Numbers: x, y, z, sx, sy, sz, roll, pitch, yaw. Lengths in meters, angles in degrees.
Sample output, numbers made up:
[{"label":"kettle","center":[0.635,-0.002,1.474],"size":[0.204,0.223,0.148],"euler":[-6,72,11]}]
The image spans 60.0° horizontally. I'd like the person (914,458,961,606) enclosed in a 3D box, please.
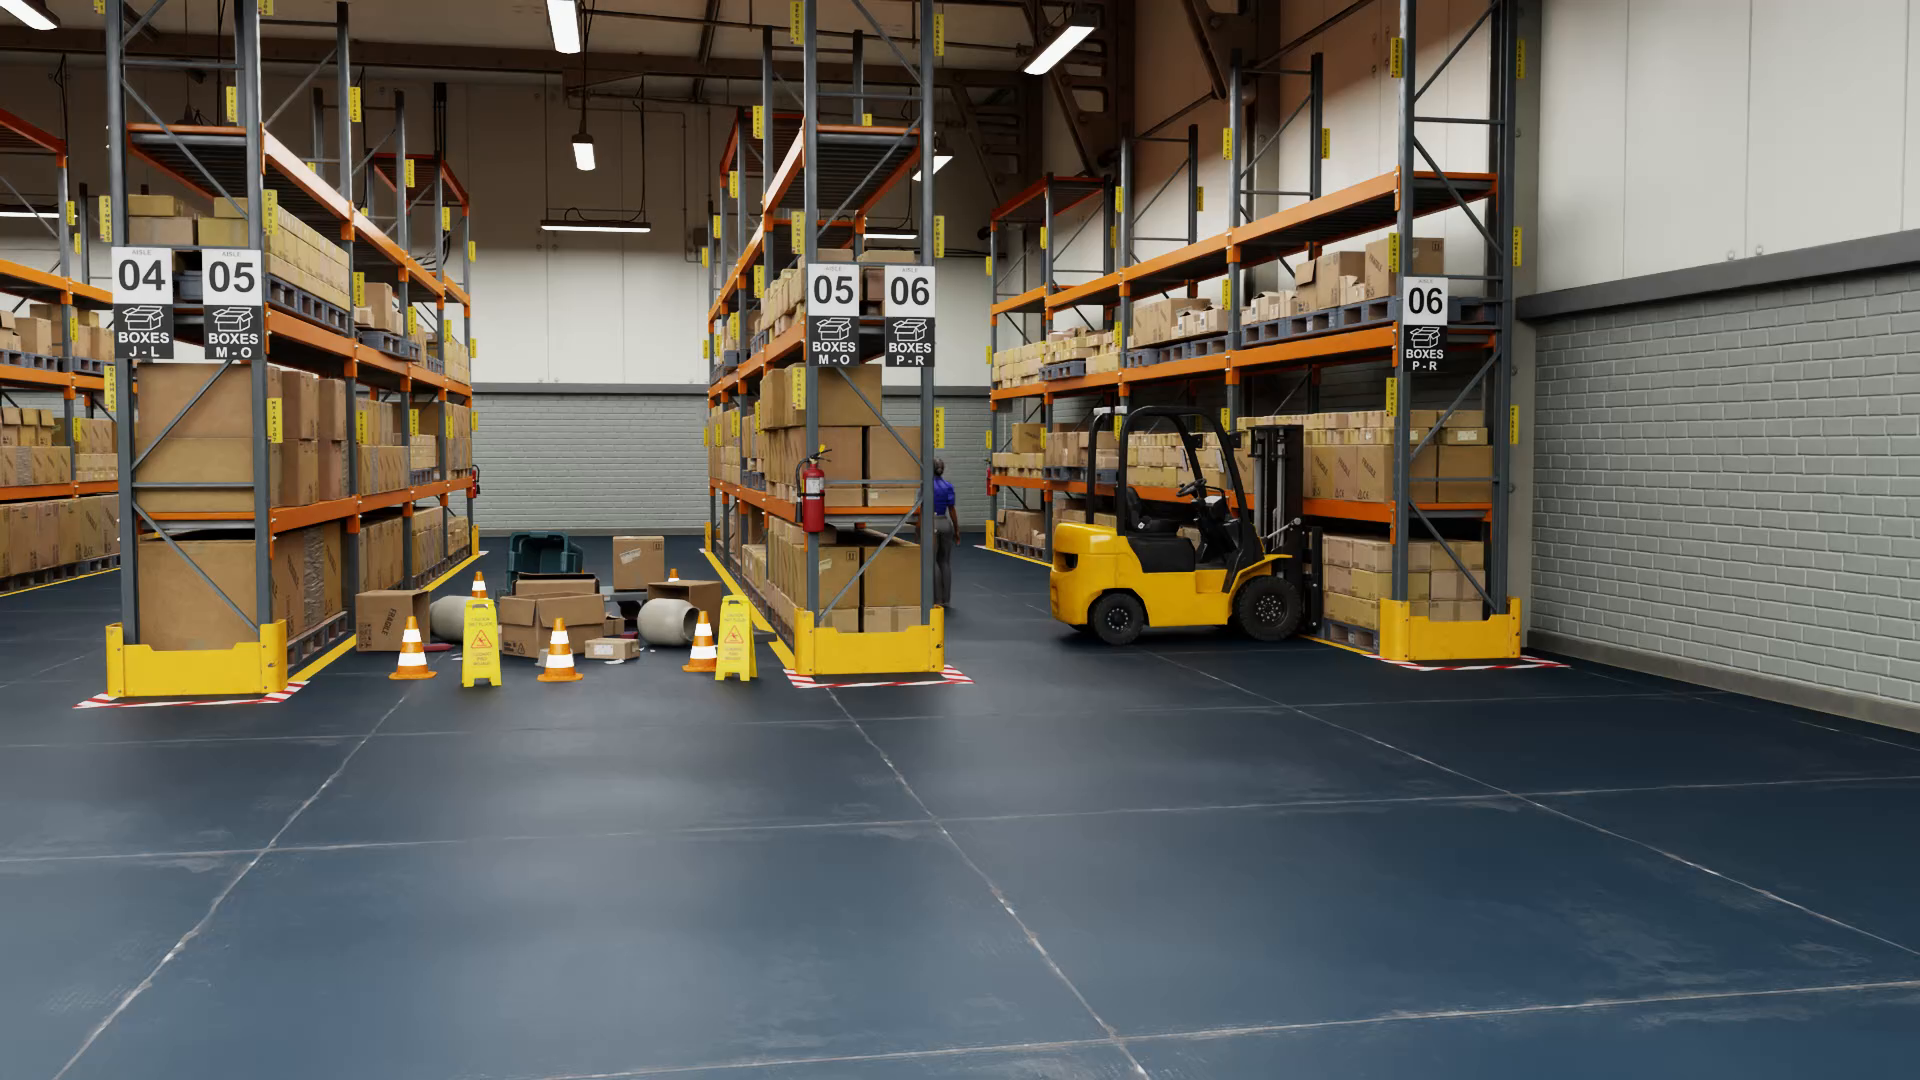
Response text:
[{"label":"person","center":[-0.262,-0.086,18.498],"size":[0.505,1.659,0.371],"euler":[-2,4,-29]}]
